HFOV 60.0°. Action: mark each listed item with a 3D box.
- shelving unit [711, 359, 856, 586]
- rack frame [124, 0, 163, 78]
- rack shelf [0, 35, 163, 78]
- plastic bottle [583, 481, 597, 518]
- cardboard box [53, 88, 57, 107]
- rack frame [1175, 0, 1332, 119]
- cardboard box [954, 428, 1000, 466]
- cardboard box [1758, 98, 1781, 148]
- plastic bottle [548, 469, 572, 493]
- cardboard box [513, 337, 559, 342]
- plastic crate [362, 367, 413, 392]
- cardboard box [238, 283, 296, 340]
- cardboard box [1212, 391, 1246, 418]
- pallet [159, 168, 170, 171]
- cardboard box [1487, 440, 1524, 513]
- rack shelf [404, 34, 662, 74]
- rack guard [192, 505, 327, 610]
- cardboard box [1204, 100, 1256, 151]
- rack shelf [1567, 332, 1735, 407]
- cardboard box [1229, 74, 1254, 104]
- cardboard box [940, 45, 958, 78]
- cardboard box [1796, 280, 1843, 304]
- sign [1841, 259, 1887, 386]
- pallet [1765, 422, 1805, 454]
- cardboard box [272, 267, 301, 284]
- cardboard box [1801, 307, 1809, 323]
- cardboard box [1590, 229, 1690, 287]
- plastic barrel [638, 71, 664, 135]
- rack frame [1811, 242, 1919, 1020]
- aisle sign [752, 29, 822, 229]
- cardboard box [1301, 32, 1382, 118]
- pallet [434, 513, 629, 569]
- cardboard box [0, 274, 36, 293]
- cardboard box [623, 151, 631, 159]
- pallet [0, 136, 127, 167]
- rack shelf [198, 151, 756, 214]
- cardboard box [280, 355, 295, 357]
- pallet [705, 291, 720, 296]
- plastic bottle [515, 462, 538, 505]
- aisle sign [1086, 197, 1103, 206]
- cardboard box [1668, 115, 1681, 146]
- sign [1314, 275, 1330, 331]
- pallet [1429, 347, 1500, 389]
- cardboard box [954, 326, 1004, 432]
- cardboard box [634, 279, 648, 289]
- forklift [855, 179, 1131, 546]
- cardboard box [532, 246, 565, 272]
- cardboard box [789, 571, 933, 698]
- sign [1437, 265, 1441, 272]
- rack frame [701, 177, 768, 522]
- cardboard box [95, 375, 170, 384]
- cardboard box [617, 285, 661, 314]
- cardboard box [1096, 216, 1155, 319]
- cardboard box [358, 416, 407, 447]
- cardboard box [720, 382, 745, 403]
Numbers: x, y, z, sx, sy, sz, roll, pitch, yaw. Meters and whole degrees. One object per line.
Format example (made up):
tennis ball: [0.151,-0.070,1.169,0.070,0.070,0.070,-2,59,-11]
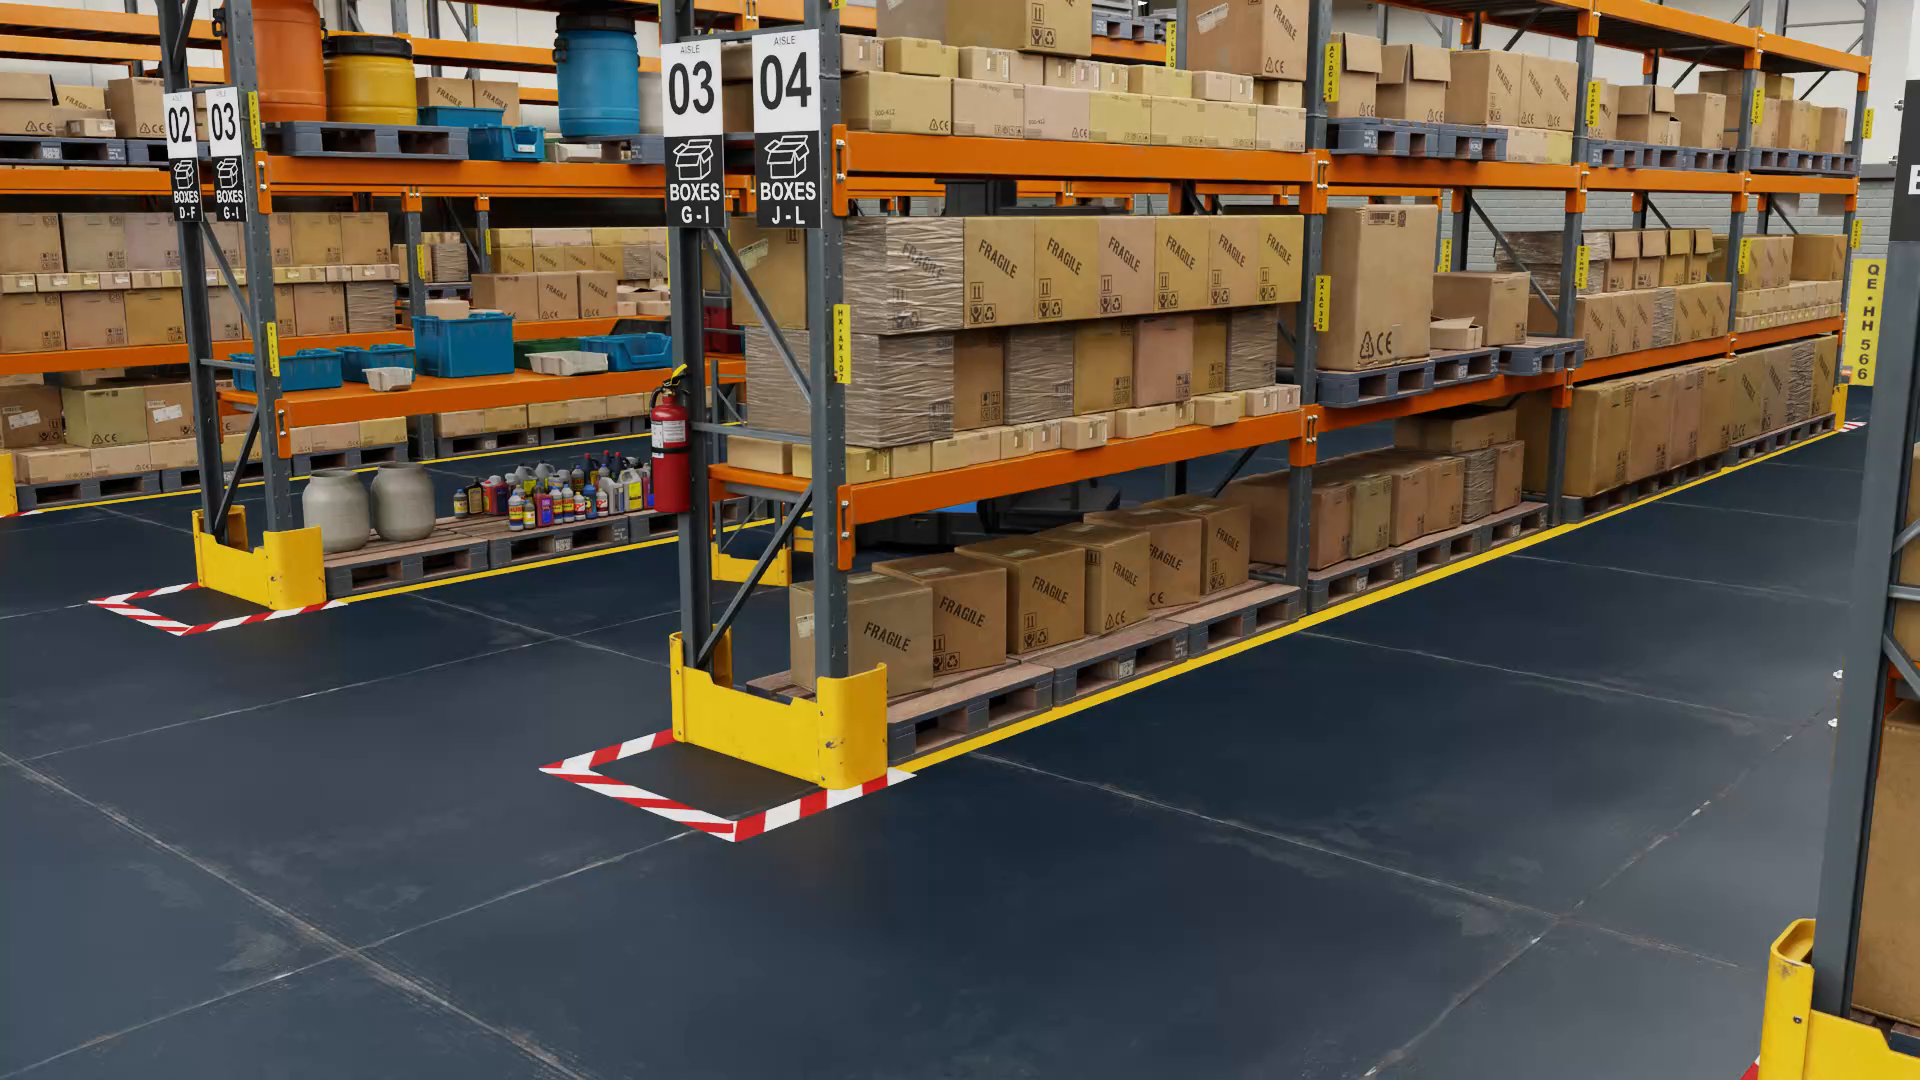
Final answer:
shelving unit: [-1.229,-0.543,11.600,0.587,1.500,1.083,5,12,22]
rack frame: [-9.424,-5.916,19.356,1.000,3.000,0.127,10,15,40]
rack shelf: [-10.744,-5.267,17.954,1.077,0.370,4.000,10,15,40]
plastic bottle: [-2.765,-0.304,12.418,0.097,0.271,0.097,0,11,0]
cardboard box: [-10.242,-4.725,18.194,0.500,0.500,0.500,9,14,38]
rack frame: [1.739,-3.995,9.737,1.000,3.000,0.127,10,15,40]
cardboard box: [-0.029,-0.461,8.002,0.380,0.149,0.250,10,15,40]
cardboard box: [7.849,-4.206,16.872,0.700,0.500,0.500,11,16,43]
plastic bottle: [-3.104,-0.403,12.899,0.152,0.276,0.135,10,15,40]
cardboard box: [-6.199,-2.806,23.517,0.750,0.750,0.750,10,15,40]
plastic crate: [-3.790,-1.066,11.061,0.298,0.136,0.250,10,15,40]
cardboard box: [-6.666,-2.166,15.640,0.700,0.500,0.500,10,15,41]
cardboard box: [1.435,-0.796,9.677,0.380,0.149,0.250,10,15,40]
pallet: [-8.936,-4.430,20.054,1.213,0.211,1.003,10,15,40]
cardboard box: [3.952,-0.530,12.966,0.700,0.500,0.500,9,14,37]
rack shelf: [-4.380,-5.022,17.735,1.077,0.370,4.000,10,15,40]
rack guard: [-4.607,0.104,10.916,1.175,0.500,0.348,10,15,40]
cardboard box: [1.281,-2.274,9.163,0.500,0.250,0.500,10,15,42]
rack shelf: [5.699,-1.583,14.815,1.077,0.370,4.000,10,15,40]
cardboard box: [1.396,-2.485,9.202,0.380,0.149,0.250,9,14,38]
cardboard box: [-0.228,-2.147,7.507,0.380,0.149,0.250,9,15,39]
cardboard box: [9.539,-2.785,18.621,0.500,0.250,0.500,9,15,39]
sign: [2.359,-0.564,4.318,0.100,0.325,0.005,10,15,40]
pallet: [8.385,-1.145,17.903,1.003,0.211,1.213,10,15,40]
cardboard box: [-6.392,-2.484,15.579,0.380,0.149,0.250,10,15,40]
cardboard box: [8.828,-2.412,17.769,0.380,0.149,0.250,10,15,41]
cardboard box: [6.142,-2.576,15.136,0.797,0.503,0.637,10,15,41]
plastic barrel: [-2.414,-3.387,12.995,0.421,0.512,0.421,0,11,0]
rack frame: [2.755,0.191,4.095,0.949,2.616,0.053,10,15,40]
aisle sign: [-0.717,-1.691,6.884,0.394,0.787,0.004,10,15,40]
cardboard box: [2.123,-2.837,10.262,0.797,0.503,0.637,9,14,38]
pallet: [-3.262,-0.052,12.433,1.003,0.211,1.213,10,15,40]
cardboard box: [-7.920,-2.143,13.870,0.380,0.149,0.250,10,15,40]
cardboard box: [-3.649,-4.373,18.598,0.500,0.250,0.500,10,15,42]
pallet: [-7.854,-3.274,14.013,1.003,0.211,1.213,10,15,40]
rack shelf: [-3.302,-2.517,11.834,1.077,0.370,4.000,10,15,40]
cardboard box: [-8.647,-2.157,21.112,0.700,0.500,0.500,9,15,39]
pallet: [-2.665,-2.938,20.250,1.213,0.211,1.003,10,15,40]
plastic bottle: [-3.354,-0.427,12.832,0.144,0.351,0.185,11,15,43]
aisle sign: [2.046,-5.423,25.565,0.394,0.787,0.004,10,15,40]
cardboard box: [6.228,-3.713,15.142,0.500,0.311,0.500,9,14,38]
sign: [2.151,-1.408,9.894,0.100,0.325,0.005,10,15,40]
pallet: [3.103,-1.251,11.805,1.003,0.211,1.213,10,15,40]
cardboard box: [-0.278,-0.826,8.173,0.875,0.500,0.500,10,15,40]
cardboard box: [-4.848,-3.805,24.695,0.380,0.149,0.250,10,15,40]
forklift: [0.674,-1.408,12.279,3.031,2.935,1.130,2,12,12]
cardboard box: [-5.918,-3.882,23.421,0.500,0.500,0.500,10,15,42]
cardboard box: [-0.477,0.466,8.031,0.500,0.500,0.500,-9,14,-37]
sign: [6.363,-3.470,22.010,0.100,0.325,0.005,10,15,40]
rack frame: [-1.982,-1.693,13.531,1.000,3.000,0.127,10,15,40]
cardboard box: [-7.561,-1.238,15.282,0.500,0.500,0.500,10,15,40]
cardboard box: [-3.796,-2.773,19.162,0.500,0.311,0.500,10,15,40]
cardboard box: [0.656,-1.416,8.575,0.500,0.500,0.500,10,15,40]
cardboard box: [-5.842,-1.095,16.485,0.500,0.250,0.500,10,15,40]
cardboard box: [-2.545,-1.943,20.039,0.500,0.500,0.500,11,15,43]
